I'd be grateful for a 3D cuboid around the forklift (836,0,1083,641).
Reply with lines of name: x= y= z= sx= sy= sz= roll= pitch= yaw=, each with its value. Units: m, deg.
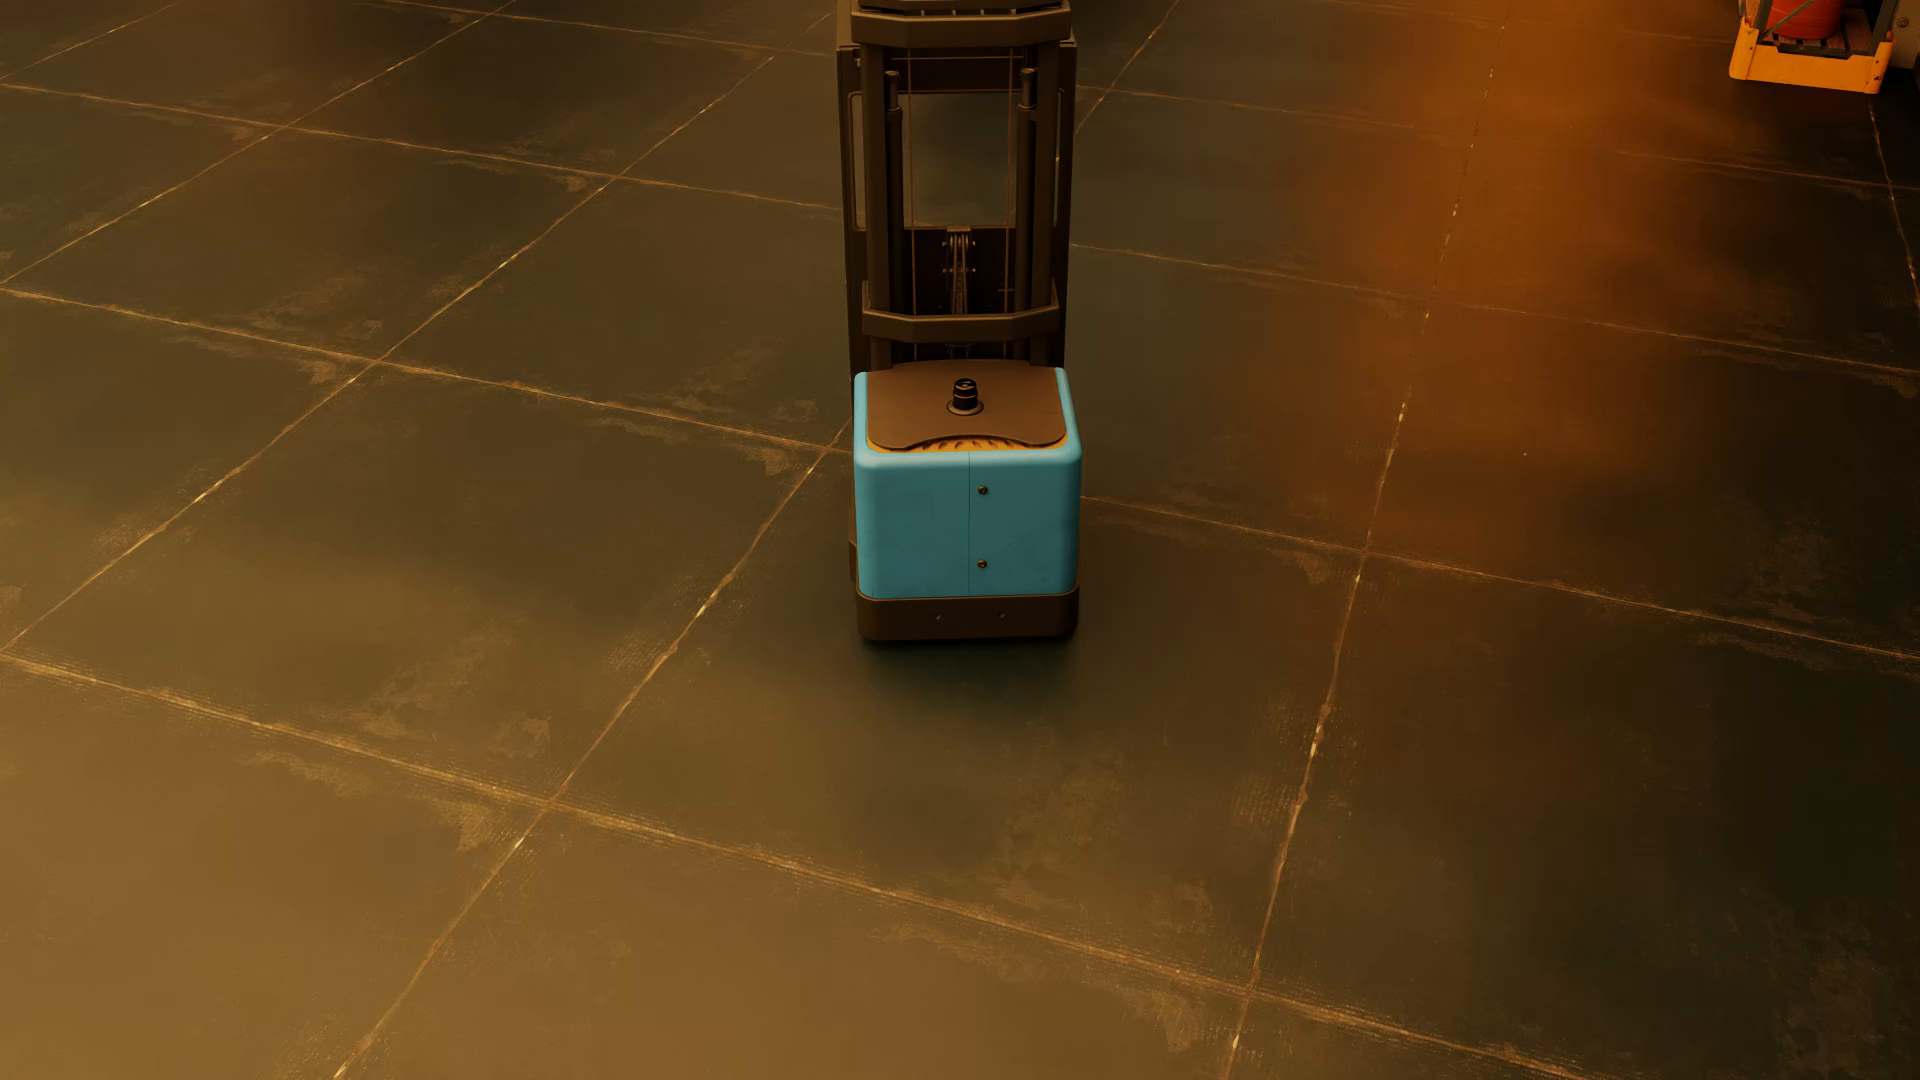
forklift: x=-0.029 y=-1.547 z=8.293 sx=1.130 sy=2.935 sz=3.031 roll=-2 pitch=35 yaw=-2
